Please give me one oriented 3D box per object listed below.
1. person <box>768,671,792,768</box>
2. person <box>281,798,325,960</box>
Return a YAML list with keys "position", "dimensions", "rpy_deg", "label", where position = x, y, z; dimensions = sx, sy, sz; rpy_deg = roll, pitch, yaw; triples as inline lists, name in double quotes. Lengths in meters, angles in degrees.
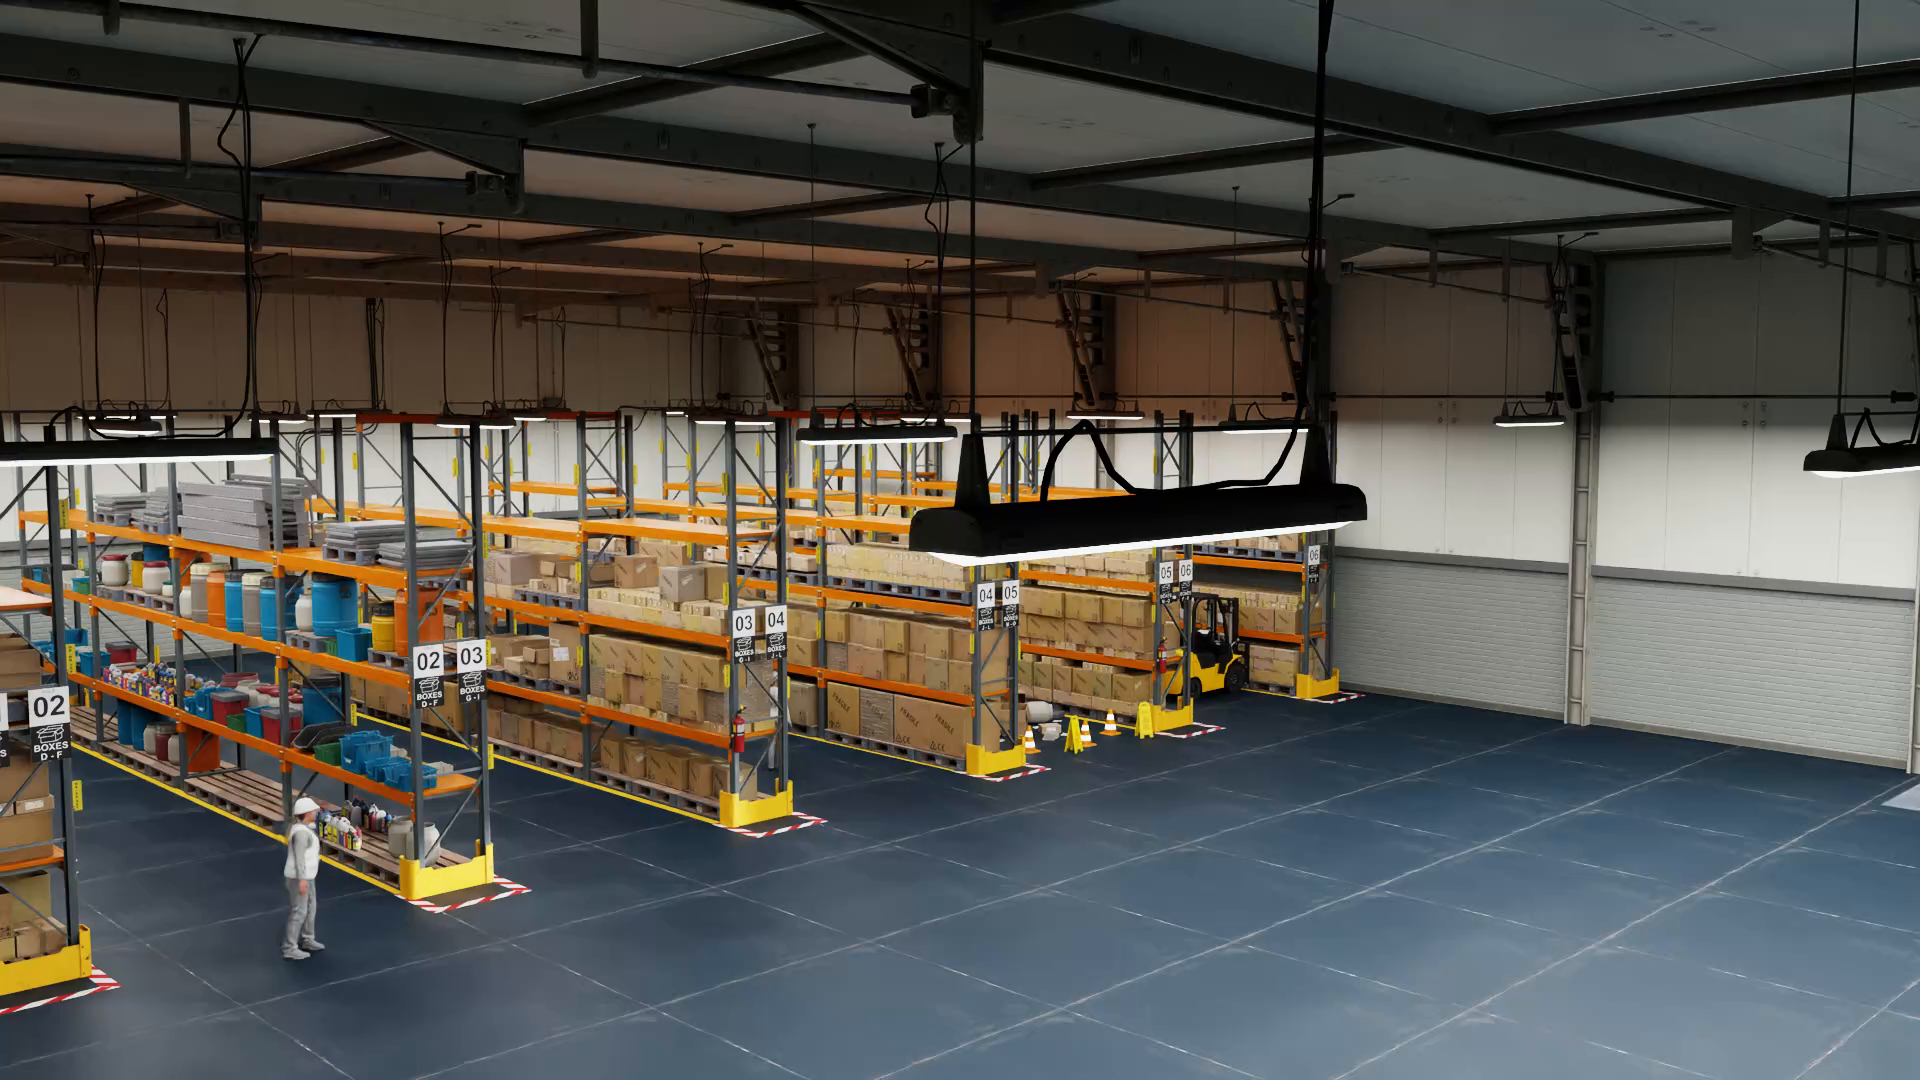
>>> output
- position: [-3.105, 3.049, 28.133]
  dimensions: [0.517, 1.691, 0.436]
  rpy_deg: [1, 5, 15]
  label: "person"
- position: [-7.469, 3.810, 18.864]
  dimensions: [0.449, 1.775, 0.629]
  rpy_deg: [-1, 5, -14]
  label: "person"
